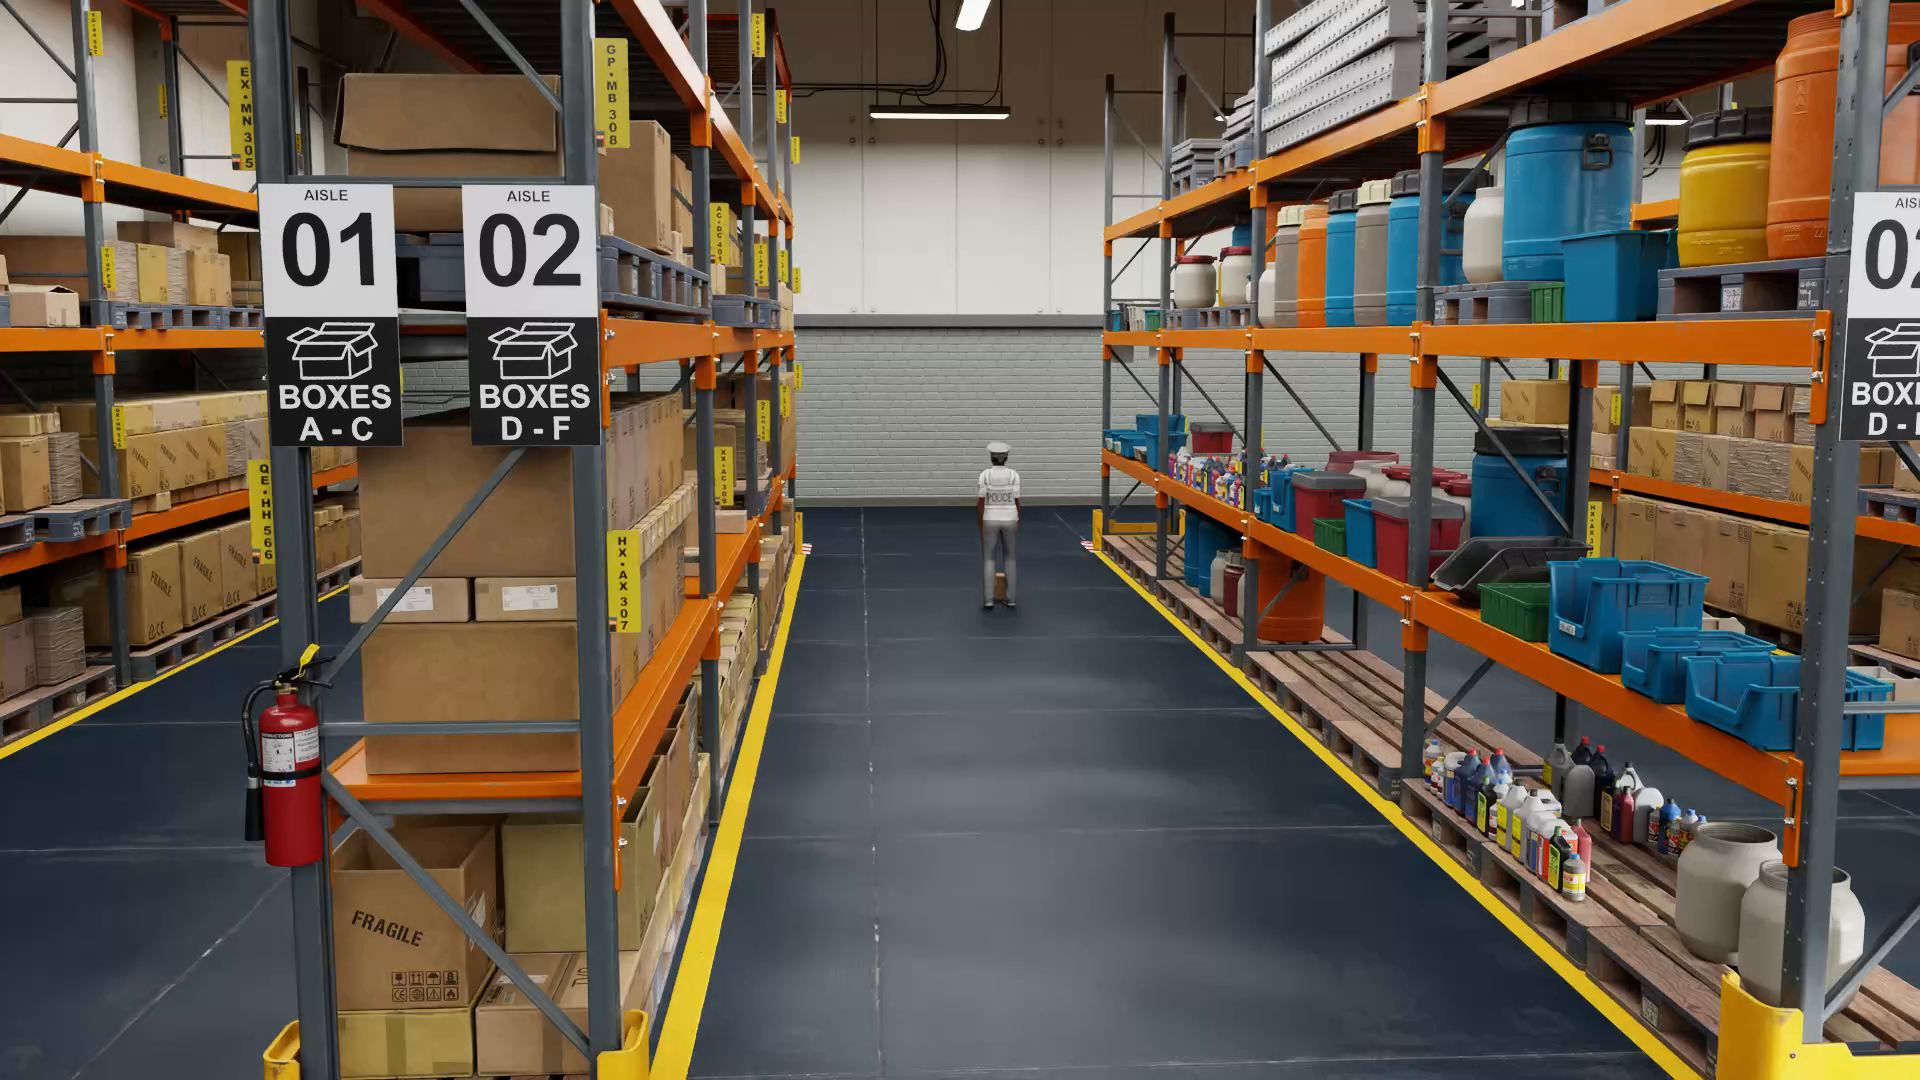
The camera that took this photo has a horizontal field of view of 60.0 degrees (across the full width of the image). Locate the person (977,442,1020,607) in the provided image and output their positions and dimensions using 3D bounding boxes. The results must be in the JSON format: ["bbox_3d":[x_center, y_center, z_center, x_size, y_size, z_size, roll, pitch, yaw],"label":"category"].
[{"bbox_3d":[0.392,-0.145,16.979,0.435,1.696,0.343,0,7,-2],"label":"person"}]
